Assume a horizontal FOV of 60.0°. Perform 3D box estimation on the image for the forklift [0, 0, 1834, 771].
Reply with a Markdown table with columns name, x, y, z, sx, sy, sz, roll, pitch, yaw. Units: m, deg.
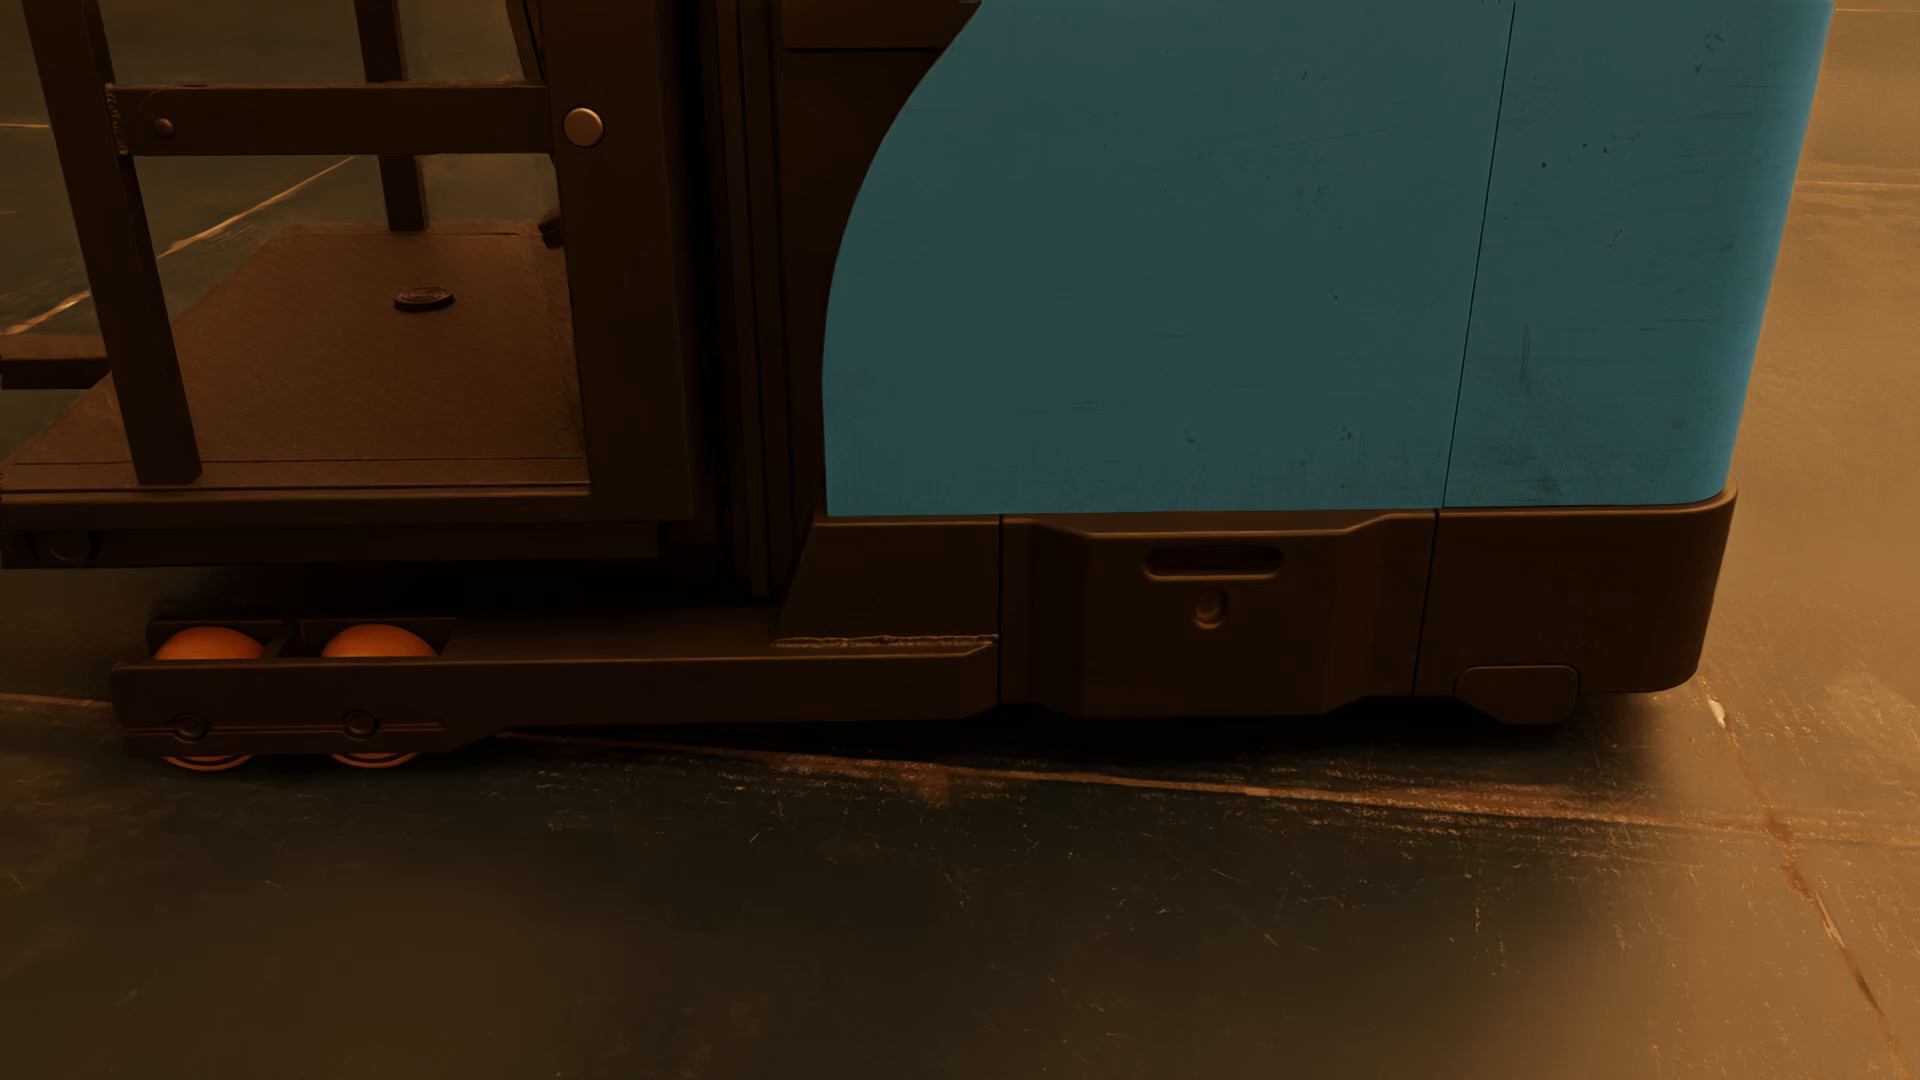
| name | x | y | z | sx | sy | sz | roll | pitch | yaw |
| --- | --- | --- | --- | --- | --- | --- | --- | --- | --- |
| forklift | -0.617 | -1.280 | 1.783 | 3.031 | 2.935 | 1.130 | -1 | 27 | -2 |
